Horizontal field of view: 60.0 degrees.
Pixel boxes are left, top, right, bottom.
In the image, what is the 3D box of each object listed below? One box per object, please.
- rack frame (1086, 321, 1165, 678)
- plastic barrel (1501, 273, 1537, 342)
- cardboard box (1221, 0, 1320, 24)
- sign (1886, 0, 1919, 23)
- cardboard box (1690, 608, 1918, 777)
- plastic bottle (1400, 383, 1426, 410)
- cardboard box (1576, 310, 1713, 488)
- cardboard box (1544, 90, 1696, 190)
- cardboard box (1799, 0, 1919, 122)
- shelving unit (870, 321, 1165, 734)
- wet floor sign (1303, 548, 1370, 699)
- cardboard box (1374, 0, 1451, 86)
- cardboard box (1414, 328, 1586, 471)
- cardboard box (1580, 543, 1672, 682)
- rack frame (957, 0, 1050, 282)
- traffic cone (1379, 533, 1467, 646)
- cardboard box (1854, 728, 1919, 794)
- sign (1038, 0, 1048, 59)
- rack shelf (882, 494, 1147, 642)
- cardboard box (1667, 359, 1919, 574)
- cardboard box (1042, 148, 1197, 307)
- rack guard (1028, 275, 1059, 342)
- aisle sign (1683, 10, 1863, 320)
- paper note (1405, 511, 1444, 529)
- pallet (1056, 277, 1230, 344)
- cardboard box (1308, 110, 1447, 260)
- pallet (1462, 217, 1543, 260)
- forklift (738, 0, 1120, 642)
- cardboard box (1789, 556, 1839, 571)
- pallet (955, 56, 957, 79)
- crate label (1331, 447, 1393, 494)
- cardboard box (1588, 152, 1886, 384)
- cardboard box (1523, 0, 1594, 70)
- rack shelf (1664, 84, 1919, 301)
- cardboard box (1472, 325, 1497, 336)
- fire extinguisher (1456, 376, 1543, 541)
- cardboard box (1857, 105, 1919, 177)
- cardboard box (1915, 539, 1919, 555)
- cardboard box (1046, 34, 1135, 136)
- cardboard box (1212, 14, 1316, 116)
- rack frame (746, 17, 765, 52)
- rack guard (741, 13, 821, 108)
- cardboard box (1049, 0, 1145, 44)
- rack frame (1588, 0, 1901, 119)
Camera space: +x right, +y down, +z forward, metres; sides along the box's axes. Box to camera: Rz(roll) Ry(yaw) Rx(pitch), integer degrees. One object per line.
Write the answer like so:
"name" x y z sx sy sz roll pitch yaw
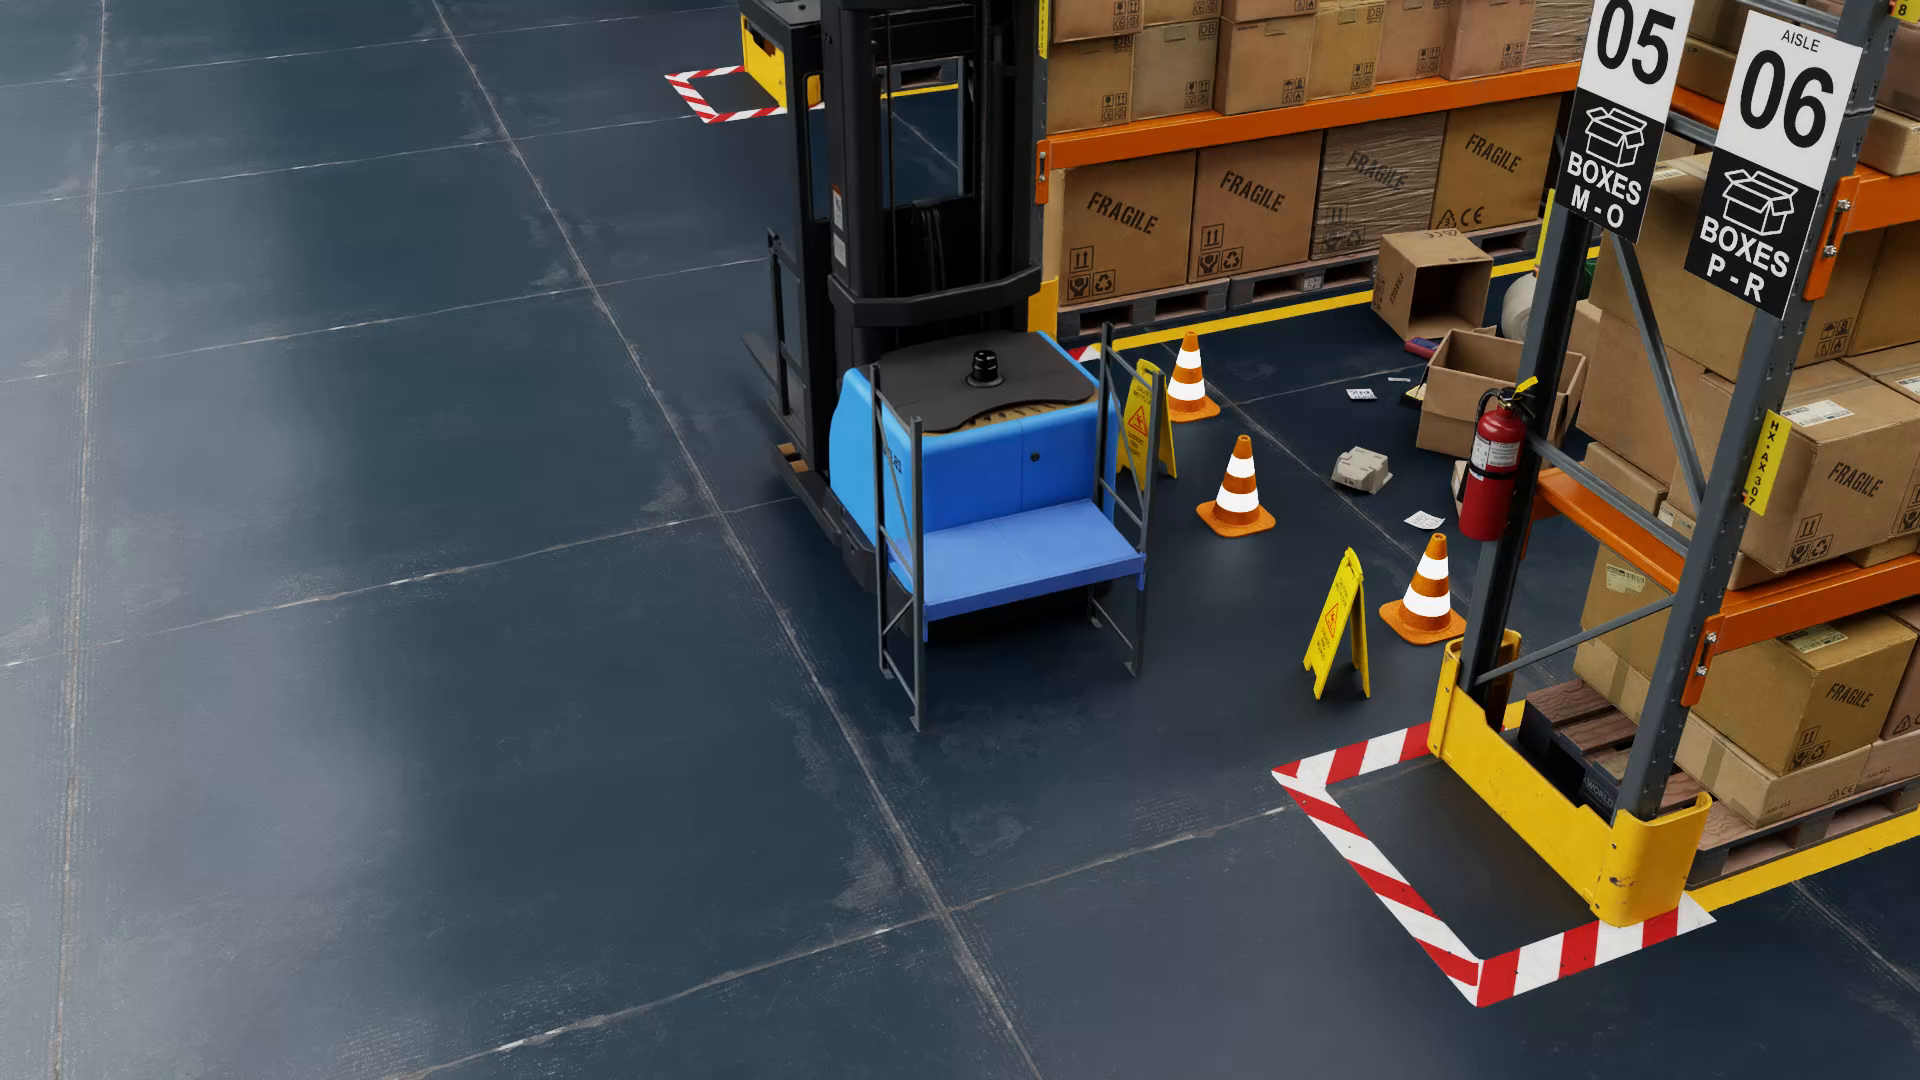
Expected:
"rack frame" 0.694 -0.148 7.100 0.032 1.500 0.500 -12 35 -18
"plastic barrel" 3.468 -1.366 9.962 0.421 0.421 0.512 10 34 14
"cardboard box" 1.630 -3.399 9.596 0.550 0.550 0.875 -13 35 -19
"sign" 2.452 -1.496 4.246 0.005 0.325 0.100 -13 35 -19
"cardboard box" 3.114 0.481 6.209 0.500 0.500 0.500 -14 36 -21
"plastic bottle" 2.644 -0.832 9.473 0.283 0.061 0.133 -27 42 -35
"cardboard box" 2.635 -0.564 6.003 0.500 0.500 0.500 -14 35 -20
"cardboard box" 4.458 -2.866 11.583 0.750 0.750 1.050 -13 35 -19
"cardboard box" 2.808 -1.436 4.821 0.500 0.250 0.500 -14 35 -20
"shelving unit" 0.222 -0.045 6.941 1.048 1.500 0.538 -12 35 -18
"wet floor sign" 1.652 0.344 7.129 0.232 0.644 0.267 -2 33 -2
"cardboard box" 2.543 -3.254 10.363 0.550 0.550 0.875 -13 35 -19
"cardboard box" 2.881 -0.742 8.929 0.797 0.503 0.637 16 36 23
"cardboard box" 2.879 0.217 6.614 0.500 0.500 0.500 -13 35 -19
"rack frame" 0.232 -2.613 9.515 0.127 3.000 1.000 -13 35 -19
"traffic cone" 2.139 0.179 7.550 0.334 0.463 0.336 -13 35 -19
"cardboard box" 3.566 0.697 6.565 0.500 0.250 0.500 -12 35 -17
"sign" 0.441 -2.728 8.826 0.005 0.325 0.100 -13 35 -19
"rack shelf" 0.222 0.105 7.040 1.000 0.185 0.538 -12 35 -18
"cardboard box" 2.786 -0.272 5.553 0.500 0.500 0.500 -13 35 -20
"cardboard box" 0.832 -2.074 10.251 0.875 0.875 0.875 -13 35 -19
"rack guard" 0.210 -1.560 10.189 0.348 0.500 1.175 -13 35 -19
"aisle sign" 2.304 -1.065 4.753 0.004 0.787 0.394 -13 35 -19
"paper note" 2.343 -0.101 8.377 0.142 0.019 0.148 -27 42 -35
"pallet" 0.939 -1.652 10.595 1.213 0.211 1.003 -13 35 -19
"cardboard box" 2.484 -2.453 10.832 0.875 0.875 0.875 -13 35 -19
"pallet" 3.189 -2.167 11.387 1.213 0.211 1.003 -13 35 -19
"forklift" -0.347 -1.564 7.966 1.130 2.935 3.031 -14 35 -20
"cardboard box" 2.862 -0.068 5.834 0.250 0.149 0.380 -12 35 -18
"pallet" 0.361 -4.384 14.795 1.213 0.211 1.003 -13 35 -19
"crate label" 2.096 -0.368 8.690 0.250 0.136 0.298 23 39 30
"cardboard box" 2.628 -0.948 5.675 0.500 0.500 0.700 -14 35 -20
"cardboard box" 3.585 -3.436 10.643 0.550 0.550 0.875 -13 35 -19
"rack shelf" 4.086 -1.523 5.749 4.000 0.370 1.077 -13 35 -19
"cardboard box" 3.048 -1.022 9.577 0.258 0.266 0.396 -7 34 -11
"fire extinguisher" 1.958 -0.320 6.062 0.183 0.674 0.296 -13 35 -19
"cardboard box" 2.673 -1.204 4.829 0.250 0.149 0.380 -13 35 -19
"cardboard box" 3.390 -0.113 5.904 0.250 0.149 0.380 -12 35 -18
"cardboard box" 0.557 -2.777 9.629 0.550 0.550 0.875 -13 35 -19
"cardboard box" 1.620 -2.959 9.909 0.550 0.550 0.875 -13 35 -19
"rack frame" -1.595 -5.128 13.381 0.127 3.000 1.000 -13 35 -19
"rack guard" -1.525 -4.096 14.087 0.348 0.500 1.175 -13 35 -19
"cardboard box" 0.589 -3.187 9.270 0.550 0.550 0.875 -13 35 -19
"rack frame" 2.242 -2.659 4.086 0.127 3.000 1.000 -13 35 -19
